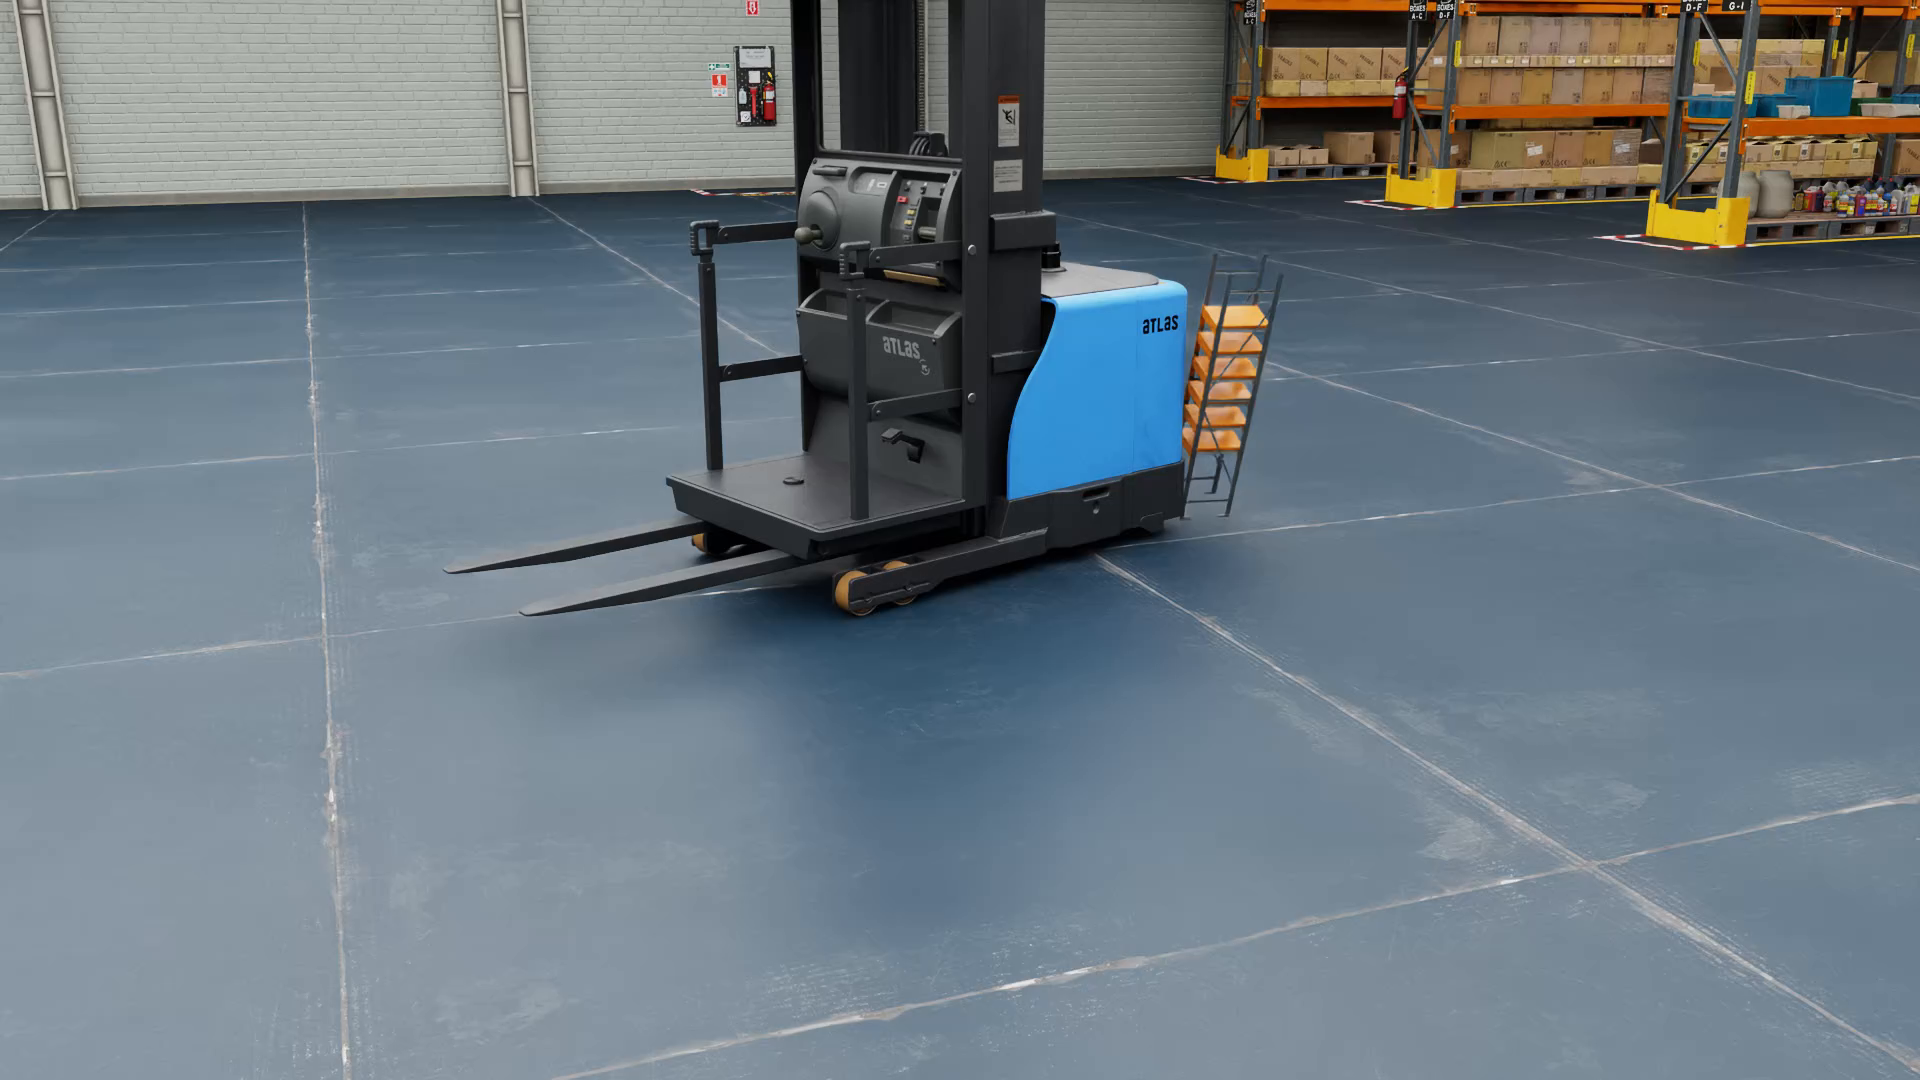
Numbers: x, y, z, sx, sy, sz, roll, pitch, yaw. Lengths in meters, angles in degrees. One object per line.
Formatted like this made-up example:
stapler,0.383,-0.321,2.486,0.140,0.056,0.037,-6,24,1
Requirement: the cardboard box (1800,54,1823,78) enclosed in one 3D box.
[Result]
cardboard box,15.402,-8.653,30.499,0.500,0.500,0.500,-6,18,-21

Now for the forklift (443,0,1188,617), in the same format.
forklift,-0.482,-1.292,6.296,3.031,2.935,1.130,-13,21,-38

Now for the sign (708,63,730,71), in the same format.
sign,-3.589,-7.050,24.780,0.331,0.109,0.001,-6,17,-20

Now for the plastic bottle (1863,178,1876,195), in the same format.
plastic bottle,10.739,-4.101,19.660,0.185,0.351,0.144,-7,18,-22

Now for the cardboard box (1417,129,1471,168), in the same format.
cardboard box,6.707,-5.427,23.059,0.500,0.500,0.500,-6,17,-20

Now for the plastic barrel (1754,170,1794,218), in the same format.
plastic barrel,9.137,-3.894,18.704,0.421,0.512,0.421,0,16,0

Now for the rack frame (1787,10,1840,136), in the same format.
rack frame,15.742,-8.565,30.942,0.127,3.000,1.000,-6,17,-20

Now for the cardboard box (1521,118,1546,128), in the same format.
cardboard box,9.848,-7.308,28.984,0.500,0.250,0.500,-7,18,-22

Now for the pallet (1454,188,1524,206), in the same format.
pallet,7.012,-4.803,23.078,1.213,0.211,1.003,-6,17,-20

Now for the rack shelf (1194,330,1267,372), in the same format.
rack shelf,1.145,-0.804,7.050,0.258,0.103,0.180,-3,36,-13

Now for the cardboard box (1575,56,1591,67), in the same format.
cardboard box,8.438,-6.576,22.839,0.250,0.149,0.380,-6,17,-18

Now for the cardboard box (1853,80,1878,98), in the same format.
cardboard box,13.428,-6.791,25.059,0.500,0.311,0.500,-5,17,-17

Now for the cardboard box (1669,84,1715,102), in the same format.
cardboard box,10.492,-6.445,23.988,0.500,0.250,0.500,-5,17,-17

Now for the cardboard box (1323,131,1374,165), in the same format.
cardboard box,6.451,-6.532,27.672,0.500,0.500,0.700,-7,18,-24

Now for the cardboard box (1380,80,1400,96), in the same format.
cardboard box,7.006,-7.466,27.430,0.500,0.250,0.500,-6,17,-20

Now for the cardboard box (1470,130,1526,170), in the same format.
cardboard box,7.360,-5.341,22.766,0.500,0.500,0.500,-6,17,-20

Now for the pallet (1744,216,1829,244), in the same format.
pallet,8.897,-3.511,18.681,1.213,0.211,1.003,-6,17,-20

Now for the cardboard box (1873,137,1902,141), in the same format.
cardboard box,14.573,-6.027,25.954,0.500,0.500,0.500,-5,17,-18

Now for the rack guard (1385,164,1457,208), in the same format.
rack guard,6.291,-4.851,22.729,0.348,0.500,1.175,-6,17,-20

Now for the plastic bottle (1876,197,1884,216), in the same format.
plastic bottle,10.392,-3.773,18.808,0.097,0.201,0.097,0,16,0

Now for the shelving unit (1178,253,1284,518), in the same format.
shelving unit,1.127,-0.645,7.162,0.258,1.200,0.189,-3,36,-13

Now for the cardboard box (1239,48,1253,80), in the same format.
cardboard box,4.901,-7.756,27.087,0.500,0.500,0.500,-6,18,-21

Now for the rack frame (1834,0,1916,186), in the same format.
rack frame,13.783,-6.859,25.132,0.127,3.000,1.000,-6,17,-20

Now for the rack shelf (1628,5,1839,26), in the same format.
rack shelf,13.875,-9.458,29.934,4.000,0.370,1.077,-6,17,-20

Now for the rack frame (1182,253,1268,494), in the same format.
rack frame,1.108,-0.698,7.234,0.240,1.200,0.006,-3,36,-13

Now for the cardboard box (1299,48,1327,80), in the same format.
cardboard box,5.555,-7.669,26.790,0.500,0.500,0.500,-6,17,-20

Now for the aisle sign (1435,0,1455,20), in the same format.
aisle sign,6.361,-7.213,21.722,0.004,0.787,0.394,-6,17,-20

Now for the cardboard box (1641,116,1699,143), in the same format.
cardboard box,12.741,-7.372,29.948,0.750,0.750,0.750,-6,18,-21

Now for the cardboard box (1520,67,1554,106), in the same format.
cardboard box,7.708,-6.247,22.870,0.500,0.500,0.700,-6,17,-20

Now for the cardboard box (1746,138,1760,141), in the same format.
cardboard box,11.745,-5.877,24.926,0.500,0.311,0.500,-6,18,-21

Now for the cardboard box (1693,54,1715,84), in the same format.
cardboard box,13.045,-8.394,29.619,0.500,0.500,0.500,-6,17,-18

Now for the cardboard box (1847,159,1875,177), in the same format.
cardboard box,13.379,-5.624,25.061,0.500,0.250,0.500,-6,17,-19

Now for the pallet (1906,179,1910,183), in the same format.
pallet,15.631,-5.708,26.162,1.213,0.211,1.003,-6,17,-20

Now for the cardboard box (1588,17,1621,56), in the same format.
cardboard box,8.697,-6.978,23.058,0.500,0.500,0.700,-6,17,-20

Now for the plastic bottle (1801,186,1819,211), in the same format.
plastic bottle,9.885,-3.972,19.353,0.135,0.276,0.152,-6,17,-20

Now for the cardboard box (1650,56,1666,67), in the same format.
cardboard box,9.639,-6.707,23.285,0.250,0.149,0.380,-7,18,-21

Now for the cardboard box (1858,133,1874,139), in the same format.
cardboard box,16.948,-7.666,31.570,0.500,0.500,0.700,-6,18,-21

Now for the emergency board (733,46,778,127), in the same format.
emergency board,-3.043,-6.810,24.963,0.643,1.169,0.194,-6,17,-20

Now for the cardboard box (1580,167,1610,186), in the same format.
cardboard box,8.761,-5.132,23.384,0.500,0.250,0.500,-6,17,-20

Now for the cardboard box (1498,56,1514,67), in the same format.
cardboard box,7.235,-6.447,22.399,0.250,0.149,0.380,-6,17,-20

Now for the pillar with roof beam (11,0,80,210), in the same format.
pillar with roof beam,-10.387,-7.585,16.955,0.400,9.000,9.100,-6,17,-20

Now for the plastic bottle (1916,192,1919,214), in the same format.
plastic bottle,11.002,-3.872,19.002,0.133,0.283,0.061,-5,17,-16

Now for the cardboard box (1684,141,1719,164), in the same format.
cardboard box,10.523,-5.583,23.926,0.500,0.311,0.500,-6,17,-20

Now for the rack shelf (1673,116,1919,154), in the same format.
rack shelf,9.950,-4.605,18.734,4.000,0.370,1.077,-6,17,-20

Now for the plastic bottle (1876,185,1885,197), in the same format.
plastic bottle,10.823,-4.036,19.578,0.097,0.271,0.097,0,16,0

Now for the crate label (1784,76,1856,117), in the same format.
crate label,9.704,-5.023,18.815,0.616,0.435,0.502,-6,17,-20

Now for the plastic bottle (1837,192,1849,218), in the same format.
plastic bottle,9.886,-3.752,18.612,0.097,0.271,0.097,0,16,0

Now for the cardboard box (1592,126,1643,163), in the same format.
cardboard box,9.503,-5.733,24.102,0.500,0.500,0.500,-6,17,-20

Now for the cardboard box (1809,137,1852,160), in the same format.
cardboard box,12.899,-5.839,24.796,0.500,0.311,0.500,-6,18,-21

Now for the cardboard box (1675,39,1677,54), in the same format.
cardboard box,12.550,-8.703,29.339,0.500,0.250,0.500,-6,17,-19

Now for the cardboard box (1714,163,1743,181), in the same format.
cardboard box,10.991,-5.365,24.178,0.500,0.250,0.500,-6,17,-19
